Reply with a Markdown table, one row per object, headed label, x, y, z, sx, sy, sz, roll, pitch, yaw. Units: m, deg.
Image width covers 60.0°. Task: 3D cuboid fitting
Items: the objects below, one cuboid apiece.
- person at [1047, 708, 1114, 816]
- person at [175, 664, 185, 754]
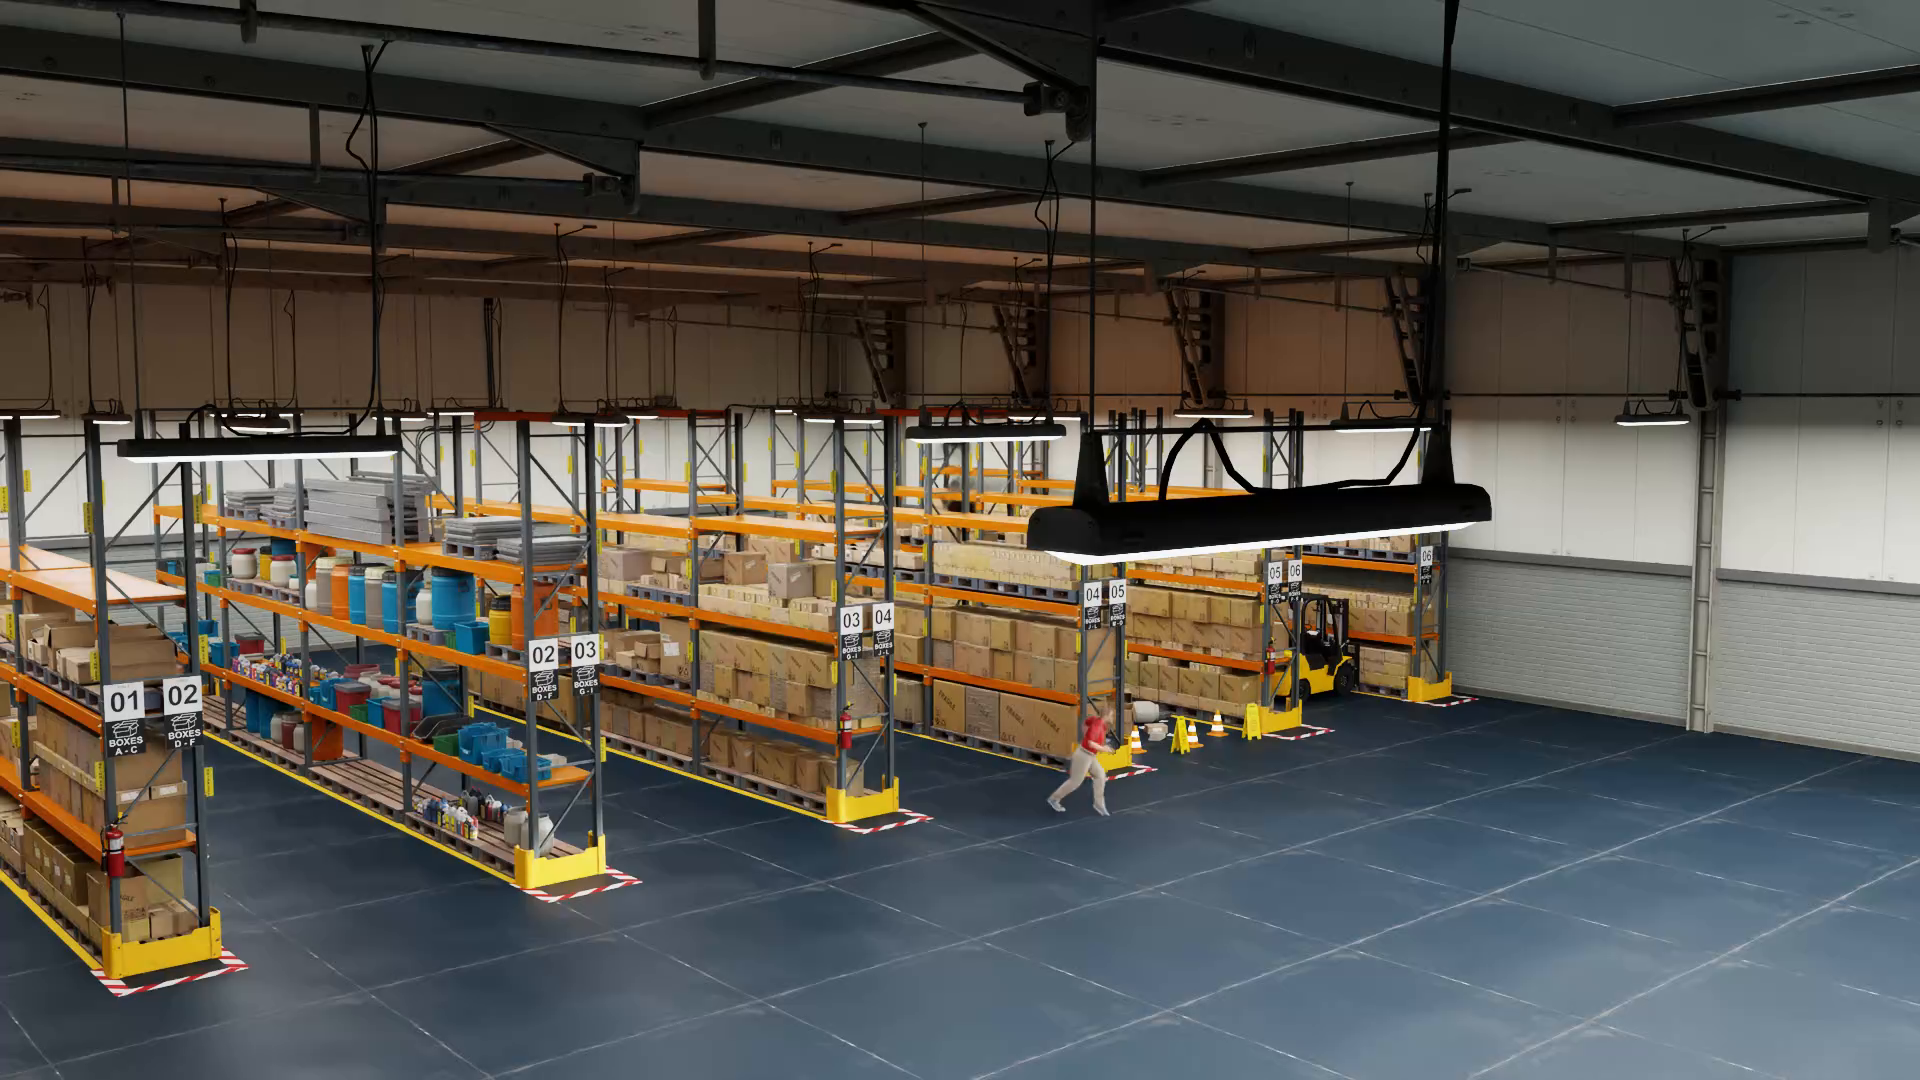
| label | x | y | z | sx | sy | sz | roll | pitch | yaw |
| --- | --- | --- | --- | --- | --- | --- | --- | --- | --- |
| person | 1.810 | 3.350 | 25.005 | 1.004 | 1.698 | 0.674 | 1 | 5 | 6 |
| person | -13.845 | 2.975 | 29.380 | 0.610 | 1.612 | 0.666 | -5 | 7 | -42 |
